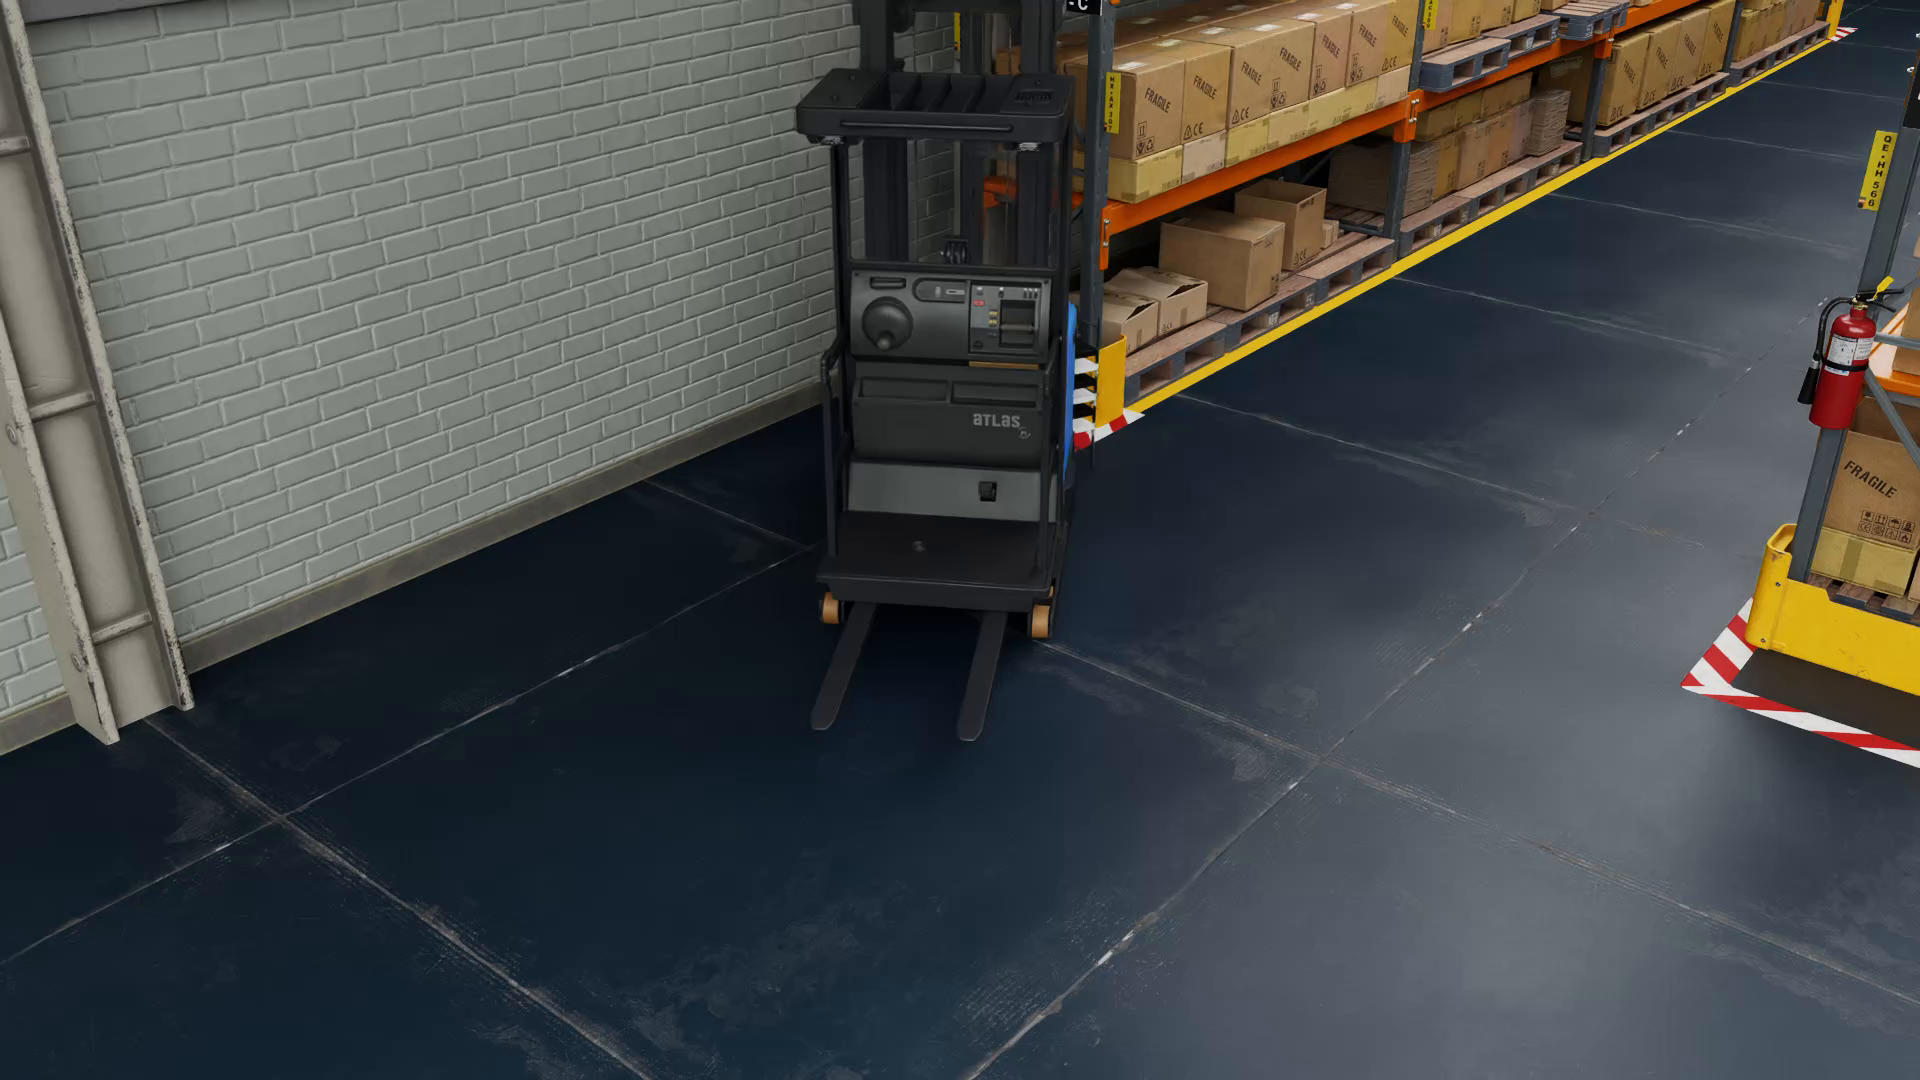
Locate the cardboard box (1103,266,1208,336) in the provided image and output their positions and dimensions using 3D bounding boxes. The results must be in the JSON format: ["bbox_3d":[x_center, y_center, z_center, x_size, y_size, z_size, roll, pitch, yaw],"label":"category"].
[{"bbox_3d":[1.296,-1.624,11.072,0.500,0.311,0.500,24,36,38],"label":"cardboard box"}]

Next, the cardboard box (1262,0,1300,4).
[{"bbox_3d":[2.177,-3.607,11.783,0.500,0.500,0.500,21,34,34],"label":"cardboard box"}]

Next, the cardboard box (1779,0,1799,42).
[{"bbox_3d":[9.596,-6.317,19.960,0.700,0.500,0.500,19,33,33],"label":"cardboard box"}]

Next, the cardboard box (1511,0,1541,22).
[{"bbox_3d":[4.446,-4.660,13.906,0.700,0.500,0.500,21,34,34],"label":"cardboard box"}]

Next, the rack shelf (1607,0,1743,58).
[{"bbox_3d":[6.785,-5.427,16.760,1.077,0.370,4.000,21,34,34],"label":"rack shelf"}]

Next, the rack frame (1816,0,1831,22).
[{"bbox_3d":[10.601,-7.874,20.707,1.000,3.000,0.127,21,34,34],"label":"rack frame"}]

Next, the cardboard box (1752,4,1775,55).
[{"bbox_3d":[8.934,-5.945,19.240,0.700,0.500,0.500,20,34,34],"label":"cardboard box"}]

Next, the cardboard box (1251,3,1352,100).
[{"bbox_3d":[2.265,-3.283,11.157,0.500,0.500,0.500,20,33,33],"label":"cardboard box"}]

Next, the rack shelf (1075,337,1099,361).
[{"bbox_3d":[0.622,-1.056,9.293,0.200,0.077,0.258,-14,31,-27],"label":"rack shelf"}]

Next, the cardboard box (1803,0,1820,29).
[{"bbox_3d":[10.233,-6.673,20.648,0.700,0.500,0.500,21,34,34],"label":"cardboard box"}]

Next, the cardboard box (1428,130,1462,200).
[{"bbox_3d":[3.714,-3.169,13.852,0.700,0.500,0.500,20,33,33],"label":"cardboard box"}]

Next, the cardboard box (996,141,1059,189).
[{"bbox_3d":[0.572,-2.366,10.201,0.500,0.250,0.500,21,34,35],"label":"cardboard box"}]

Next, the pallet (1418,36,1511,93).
[{"bbox_3d":[3.567,-3.763,12.968,1.003,0.211,1.213,21,34,34],"label":"pallet"}]

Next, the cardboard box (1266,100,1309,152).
[{"bbox_3d":[1.951,-2.770,10.981,0.500,0.250,0.500,21,34,35],"label":"cardboard box"}]

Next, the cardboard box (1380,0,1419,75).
[{"bbox_3d":[2.907,-3.637,11.841,0.500,0.500,0.500,21,34,34],"label":"cardboard box"}]

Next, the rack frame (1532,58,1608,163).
[{"bbox_3d":[5.513,-5.038,15.224,1.000,3.000,0.127,21,34,34],"label":"rack frame"}]

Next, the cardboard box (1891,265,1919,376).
[{"bbox_3d":[4.556,-0.961,7.235,0.700,0.500,0.500,21,34,34],"label":"cardboard box"}]

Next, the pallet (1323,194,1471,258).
[{"bbox_3d":[3.463,-2.658,13.658,1.003,0.211,1.213,21,34,34],"label":"pallet"}]

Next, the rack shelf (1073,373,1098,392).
[{"bbox_3d":[0.620,-0.895,9.375,0.200,0.077,0.258,-14,31,-27],"label":"rack shelf"}]

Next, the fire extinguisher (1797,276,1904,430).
[{"bbox_3d":[3.816,-0.815,7.144,0.296,0.674,0.183,21,34,34],"label":"fire extinguisher"}]

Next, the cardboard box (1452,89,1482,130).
[{"bbox_3d":[4.029,-3.646,13.960,0.500,0.250,0.500,20,33,33],"label":"cardboard box"}]

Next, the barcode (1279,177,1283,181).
[{"bbox_3d":[2.440,-2.726,12.648,0.001,0.075,0.075,21,34,34],"label":"barcode"}]

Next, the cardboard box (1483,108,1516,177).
[{"bbox_3d":[4.384,-3.519,14.530,0.700,0.500,0.500,21,34,34],"label":"cardboard box"}]

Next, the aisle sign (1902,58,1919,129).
[{"bbox_3d":[3.981,-1.972,6.469,0.394,0.787,0.004,21,34,34],"label":"aisle sign"}]

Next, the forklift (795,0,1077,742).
[{"bbox_3d":[-0.072,-1.005,7.503,1.130,2.935,3.031,4,28,7],"label":"forklift"}]

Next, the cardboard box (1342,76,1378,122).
[{"bbox_3d":[2.578,-3.131,11.680,0.500,0.250,0.500,21,34,35],"label":"cardboard box"}]

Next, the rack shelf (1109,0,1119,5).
[{"bbox_3d":[1.696,-3.923,10.588,1.077,0.370,4.000,21,34,34],"label":"rack shelf"}]

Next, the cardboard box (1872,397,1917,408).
[{"bbox_3d":[4.985,-0.689,8.537,0.500,0.500,0.500,21,34,34],"label":"cardboard box"}]

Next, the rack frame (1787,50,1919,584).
[{"bbox_3d":[4.249,-0.755,6.945,1.000,3.000,0.127,21,34,34],"label":"rack frame"}]

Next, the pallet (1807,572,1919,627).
[{"bbox_3d":[4.703,0.200,8.133,1.003,0.211,1.213,21,34,34],"label":"pallet"}]

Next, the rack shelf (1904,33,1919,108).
[{"bbox_3d":[5.521,-2.477,7.792,1.077,0.370,4.000,21,34,34],"label":"rack shelf"}]

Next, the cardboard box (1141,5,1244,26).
[{"bbox_3d":[1.534,-3.245,11.083,0.500,0.500,0.500,21,34,35],"label":"cardboard box"}]

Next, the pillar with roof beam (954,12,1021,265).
[{"bbox_3d":[3.524,-4.109,6.899,9.100,9.000,0.400,21,34,34],"label":"pillar with roof beam"}]

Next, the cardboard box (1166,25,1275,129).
[{"bbox_3d":[1.615,-2.912,10.440,0.500,0.500,0.500,19,33,33],"label":"cardboard box"}]

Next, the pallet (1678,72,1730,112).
[{"bbox_3d":[7.625,-4.922,18.035,1.003,0.211,1.213,21,34,34],"label":"pallet"}]

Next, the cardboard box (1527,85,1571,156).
[{"bbox_3d":[5.095,-3.853,15.174,0.700,0.500,0.500,21,34,35],"label":"cardboard box"}]

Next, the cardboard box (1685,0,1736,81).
[{"bbox_3d":[7.744,-5.419,17.844,0.750,0.750,0.750,21,34,35],"label":"cardboard box"}]

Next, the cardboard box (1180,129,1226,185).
[{"bbox_3d":[1.299,-2.412,10.290,0.500,0.250,0.500,20,33,33],"label":"cardboard box"}]

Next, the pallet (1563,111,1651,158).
[{"bbox_3d":[6.073,-4.057,16.362,1.003,0.211,1.213,21,34,34],"label":"pallet"}]

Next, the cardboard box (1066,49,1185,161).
[{"bbox_3d":[0.960,-2.558,9.756,0.500,0.500,0.500,21,34,34],"label":"cardboard box"}]

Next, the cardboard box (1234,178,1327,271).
[{"bbox_3d":[2.339,-2.325,12.222,0.500,0.500,0.500,18,32,31],"label":"cardboard box"}]

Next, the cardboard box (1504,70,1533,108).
[{"bbox_3d":[4.684,-4.002,14.647,0.500,0.250,0.500,21,34,35],"label":"cardboard box"}]

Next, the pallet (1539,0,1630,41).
[{"bbox_3d":[5.142,-4.669,14.719,1.213,0.211,1.003,21,34,34],"label":"pallet"}]

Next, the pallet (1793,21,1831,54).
[{"bbox_3d":[10.153,-6.329,20.755,1.003,0.211,1.213,21,34,34],"label":"pallet"}]

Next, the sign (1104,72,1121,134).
[{"bbox_3d":[0.843,-2.427,9.236,0.100,0.325,0.005,21,34,34],"label":"sign"}]

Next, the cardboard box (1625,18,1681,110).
[{"bbox_3d":[6.644,-4.801,16.648,0.750,0.750,0.750,21,34,34],"label":"cardboard box"}]

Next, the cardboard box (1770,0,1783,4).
[{"bbox_3d":[9.302,-6.309,19.238,0.380,0.149,0.250,20,33,33],"label":"cardboard box"}]

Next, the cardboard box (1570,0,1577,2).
[{"bbox_3d":[5.222,-5.108,14.772,0.700,0.500,0.500,16,32,29],"label":"cardboard box"}]

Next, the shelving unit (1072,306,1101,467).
[{"bbox_3d":[0.619,-0.845,9.400,0.210,0.900,0.258,-14,31,-27],"label":"shelving unit"}]

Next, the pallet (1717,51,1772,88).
[{"bbox_3d":[8.601,-5.464,19.083,1.003,0.211,1.213,21,34,34],"label":"pallet"}]

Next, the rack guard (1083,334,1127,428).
[{"bbox_3d":[0.473,-1.118,10.367,1.175,0.500,0.348,21,34,34],"label":"rack guard"}]

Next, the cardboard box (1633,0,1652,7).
[{"bbox_3d":[6.302,-5.140,15.674,0.380,0.149,0.250,22,35,36],"label":"cardboard box"}]

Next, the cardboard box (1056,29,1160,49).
[{"bbox_3d":[0.888,-2.882,10.381,0.500,0.500,0.500,21,34,35],"label":"cardboard box"}]

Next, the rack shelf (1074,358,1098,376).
[{"bbox_3d":[0.621,-0.976,9.334,0.200,0.077,0.258,-14,31,-27],"label":"rack shelf"}]

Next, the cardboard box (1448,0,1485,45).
[{"bbox_3d":[3.680,-4.226,13.067,0.500,0.500,0.700,-24,36,-39],"label":"cardboard box"}]

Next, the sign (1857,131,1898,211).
[{"bbox_3d":[3.839,-1.538,6.941,0.100,0.325,0.005,21,34,34],"label":"sign"}]

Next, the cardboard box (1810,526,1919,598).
[{"bbox_3d":[4.362,0.003,8.015,0.500,0.250,0.500,21,34,34],"label":"cardboard box"}]
